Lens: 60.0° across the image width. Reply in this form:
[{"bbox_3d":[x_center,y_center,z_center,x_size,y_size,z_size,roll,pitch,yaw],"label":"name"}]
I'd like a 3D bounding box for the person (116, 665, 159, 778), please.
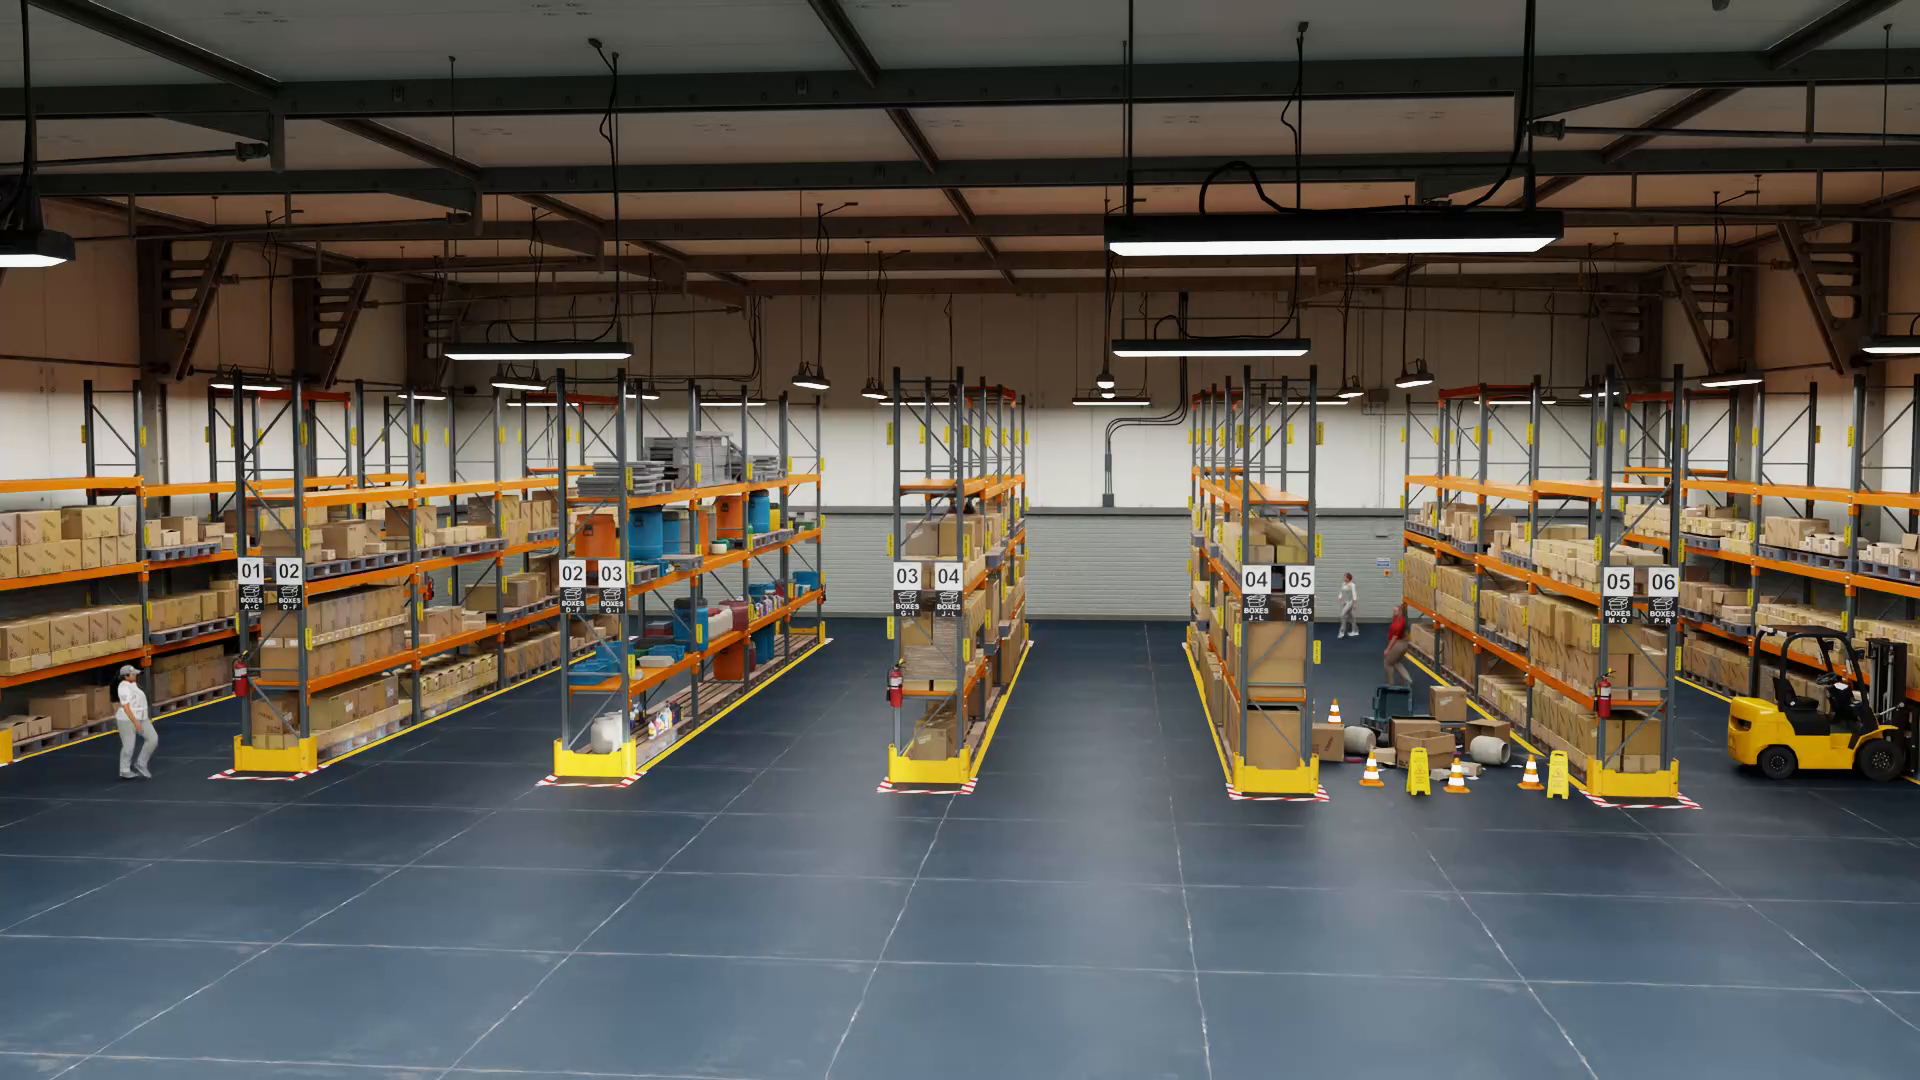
[{"bbox_3d":[-12.063,2.666,24.285,0.503,1.686,0.492,1,4,17],"label":"person"}]

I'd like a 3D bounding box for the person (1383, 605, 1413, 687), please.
[{"bbox_3d":[8.570,2.133,32.745,0.604,1.714,0.627,3,5,41],"label":"person"}]

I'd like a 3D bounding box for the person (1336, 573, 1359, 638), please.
[{"bbox_3d":[9.669,1.618,41.573,0.672,1.614,0.407,-1,4,-13],"label":"person"}]
